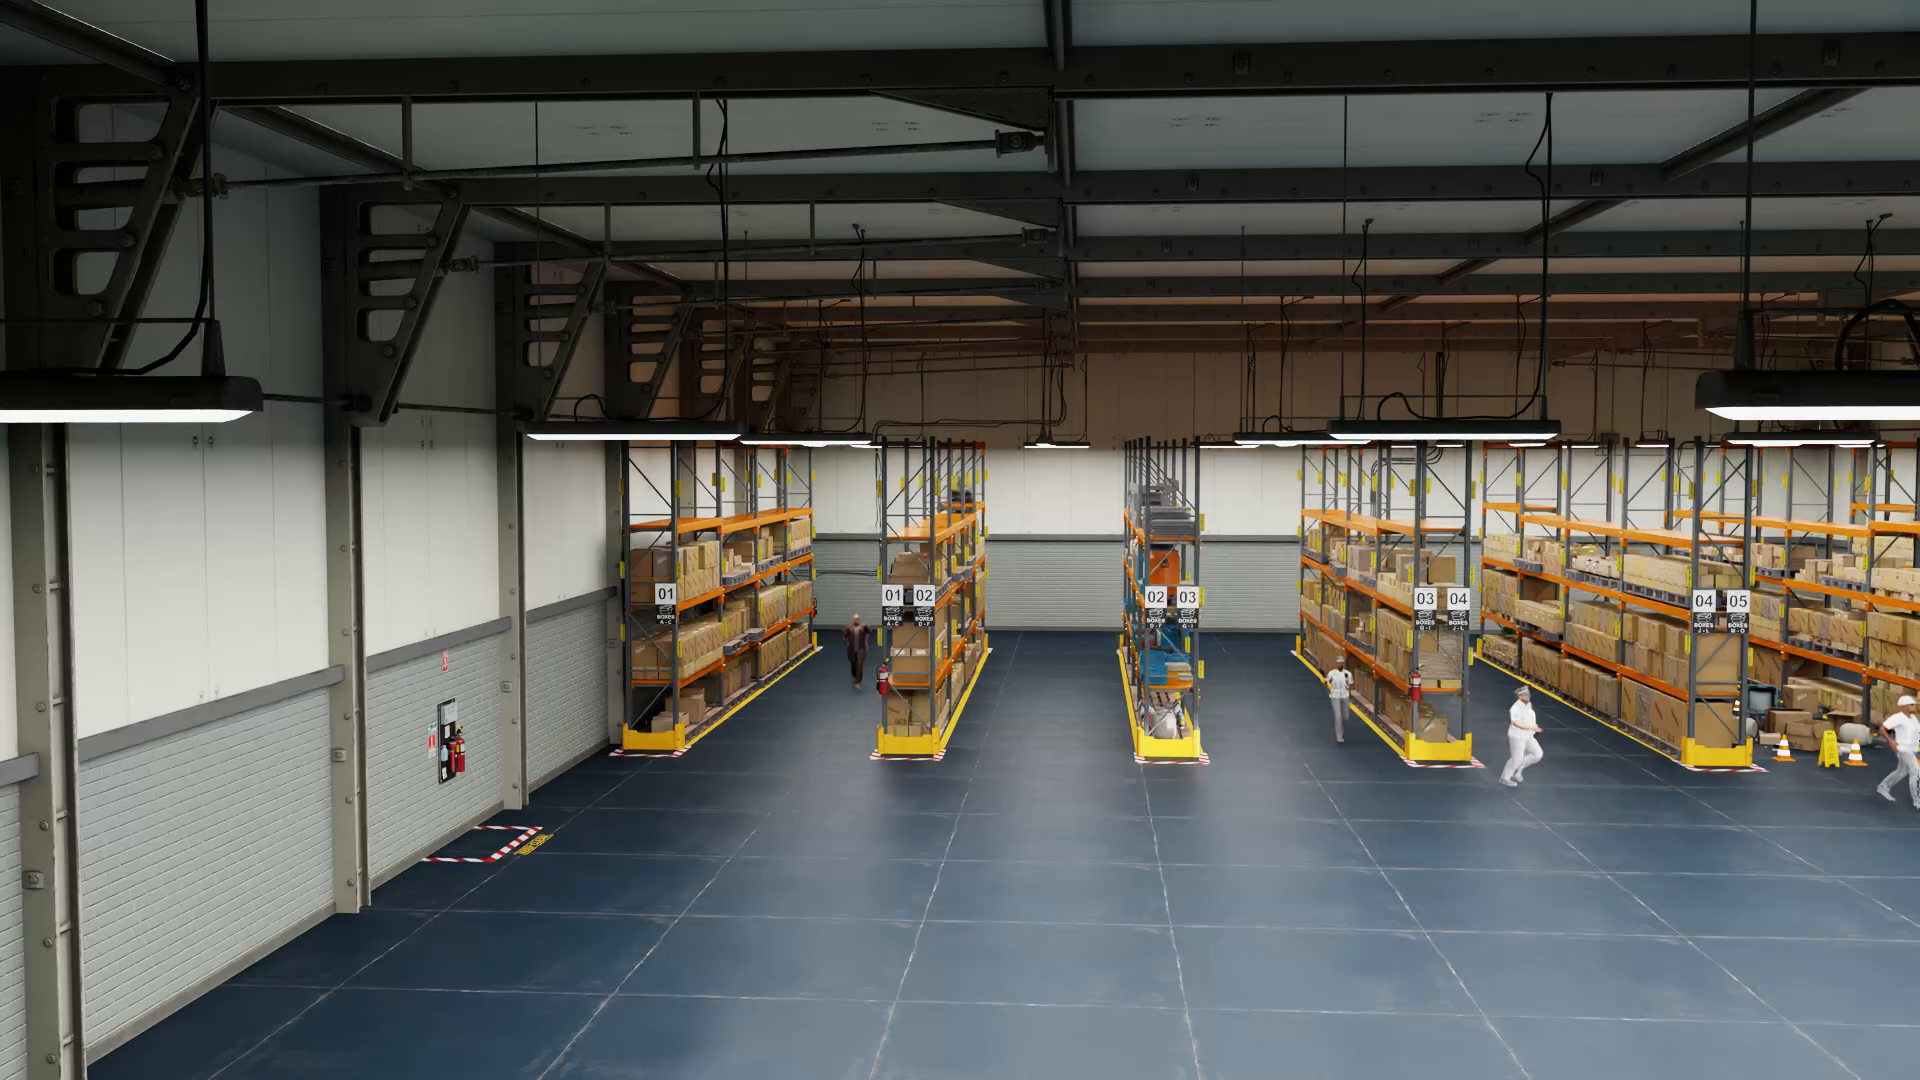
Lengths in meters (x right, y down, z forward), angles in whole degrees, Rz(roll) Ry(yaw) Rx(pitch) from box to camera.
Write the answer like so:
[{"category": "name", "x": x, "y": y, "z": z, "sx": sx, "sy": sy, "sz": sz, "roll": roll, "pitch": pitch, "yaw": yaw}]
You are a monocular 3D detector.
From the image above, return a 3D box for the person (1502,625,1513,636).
[{"category": "person", "x": 15.668, "y": 2.306, "z": 47.699, "sx": 0.761, "sy": 1.716, "sz": 0.852, "roll": -3, "pitch": 4, "yaw": -41}]

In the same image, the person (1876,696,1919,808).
[{"category": "person", "x": 15.162, "y": 3.389, "z": 26.642, "sx": 0.688, "sy": 1.788, "sz": 0.919, "roll": -3, "pitch": 4, "yaw": -40}]

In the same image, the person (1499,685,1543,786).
[{"category": "person", "x": 9.605, "y": 3.329, "z": 28.310, "sx": 0.687, "sy": 1.740, "sz": 0.772, "roll": -3, "pitch": 4, "yaw": -40}]

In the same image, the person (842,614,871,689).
[{"category": "person", "x": -2.507, "y": 2.676, "z": 40.275, "sx": 0.690, "sy": 1.771, "sz": 1.042, "roll": 0, "pitch": 3, "yaw": -1}]

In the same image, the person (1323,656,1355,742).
[{"category": "person", "x": 7.512, "y": 3.119, "z": 32.916, "sx": 0.588, "sy": 1.669, "sz": 0.851, "roll": 0, "pitch": 3, "yaw": 2}]
